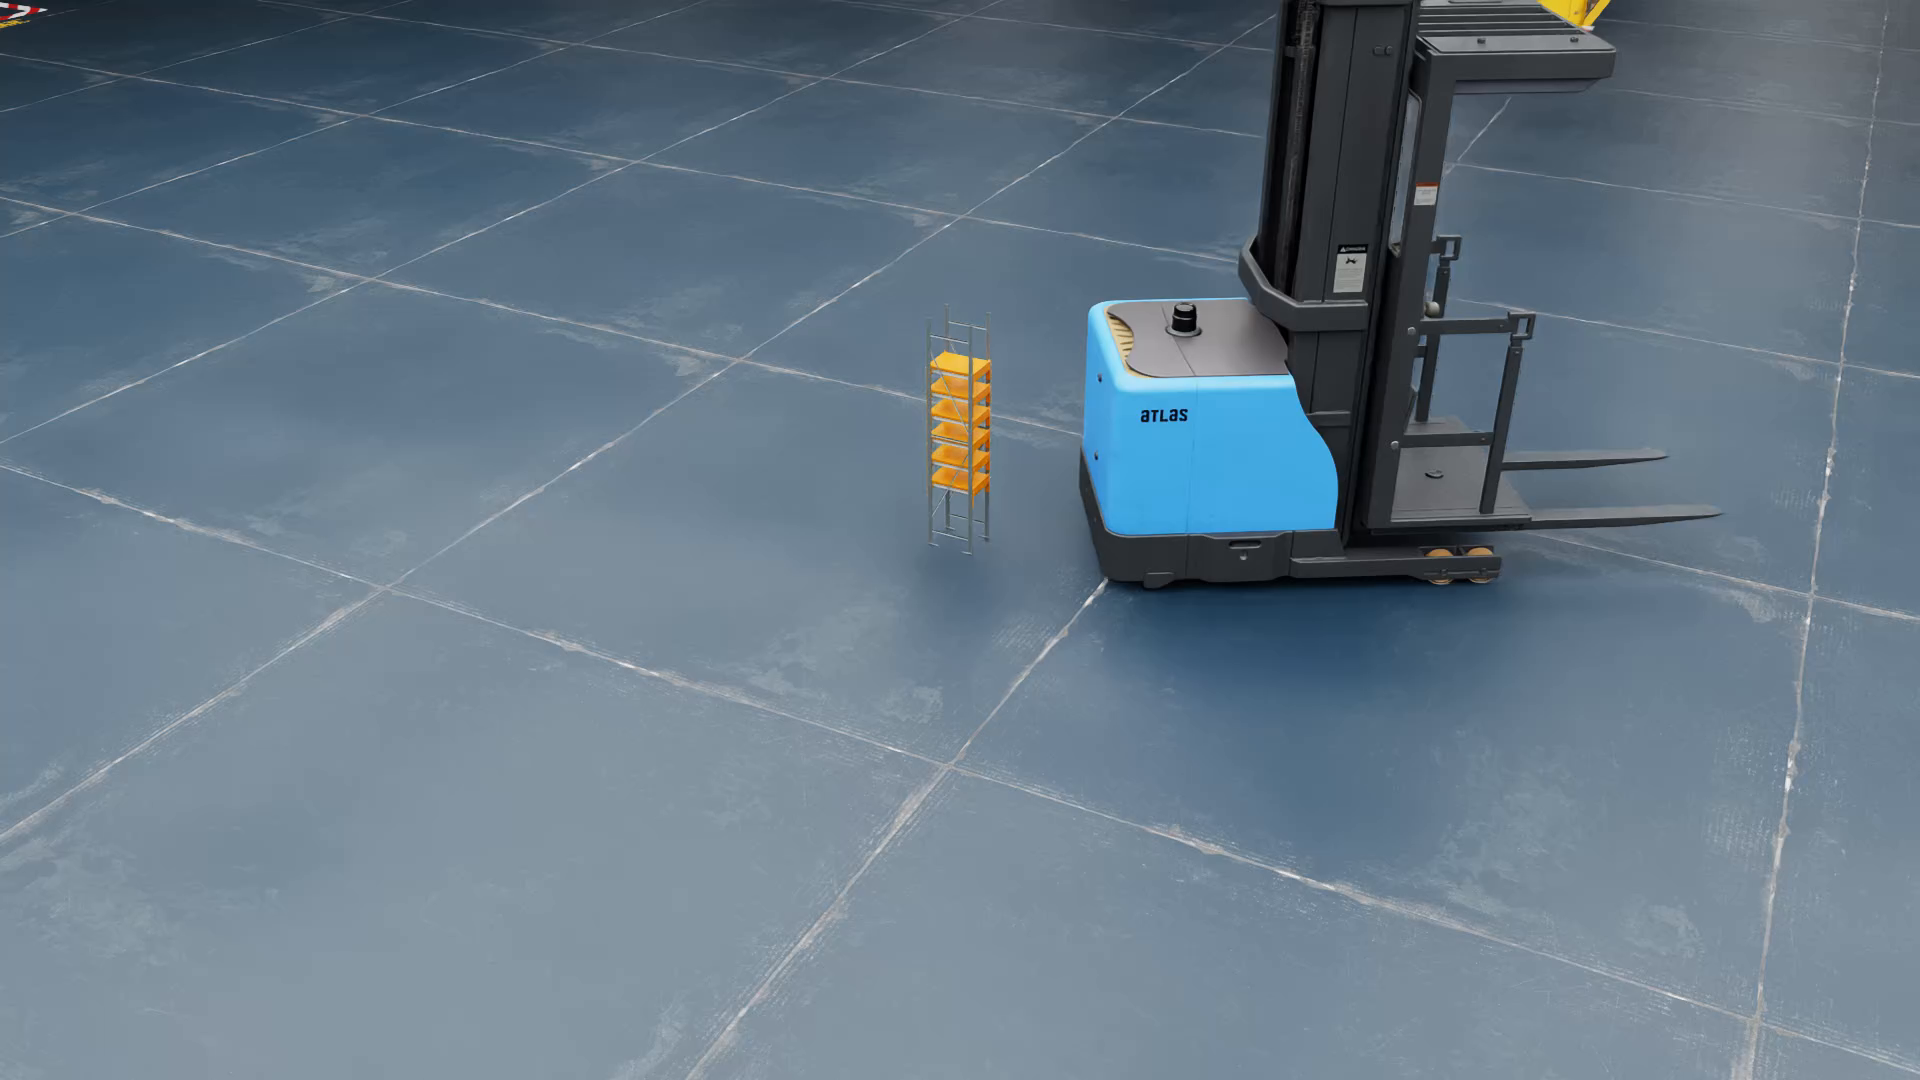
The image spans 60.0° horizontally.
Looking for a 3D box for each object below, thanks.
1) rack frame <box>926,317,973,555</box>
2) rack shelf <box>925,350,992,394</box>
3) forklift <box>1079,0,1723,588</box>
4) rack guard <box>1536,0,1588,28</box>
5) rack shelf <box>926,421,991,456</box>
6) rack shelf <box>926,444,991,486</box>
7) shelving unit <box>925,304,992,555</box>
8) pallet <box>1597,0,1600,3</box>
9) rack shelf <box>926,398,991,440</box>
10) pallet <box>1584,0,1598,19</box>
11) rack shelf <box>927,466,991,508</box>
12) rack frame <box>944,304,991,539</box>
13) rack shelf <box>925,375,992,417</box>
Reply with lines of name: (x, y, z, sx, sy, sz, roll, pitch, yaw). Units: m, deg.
rack frame: (-0.048, -0.473, 7.869, 0.240, 1.200, 0.006, 14, 33, 23)
rack shelf: (-0.007, -0.788, 7.783, 0.258, 0.103, 0.180, 14, 33, 23)
forklift: (2.153, -1.322, 7.608, 3.031, 2.935, 1.130, -2, 30, -3)
rack guard: (6.096, -5.786, 17.824, 1.175, 0.500, 0.348, 14, 33, 23)
rack shelf: (-0.007, -0.475, 7.962, 0.258, 0.103, 0.180, 14, 33, 23)
rack shelf: (-0.007, -0.371, 8.022, 0.258, 0.103, 0.180, 14, 33, 23)
shelving unit: (-0.007, -0.514, 7.940, 0.258, 1.200, 0.189, 14, 33, 23)
pallet: (7.055, -6.552, 19.447, 1.003, 0.211, 1.213, 14, 33, 23)
rack shelf: (-0.007, -0.579, 7.902, 0.258, 0.103, 0.180, 14, 33, 23)
pallet: (6.498, -6.013, 18.509, 1.003, 0.211, 1.213, 14, 33, 23)
rack shelf: (-0.007, -0.267, 8.082, 0.258, 0.103, 0.180, 14, 33, 23)
rack frame: (0.035, -0.554, 8.011, 0.240, 1.200, 0.006, 14, 33, 23)
rack shelf: (-0.007, -0.683, 7.843, 0.258, 0.103, 0.180, 14, 33, 23)
